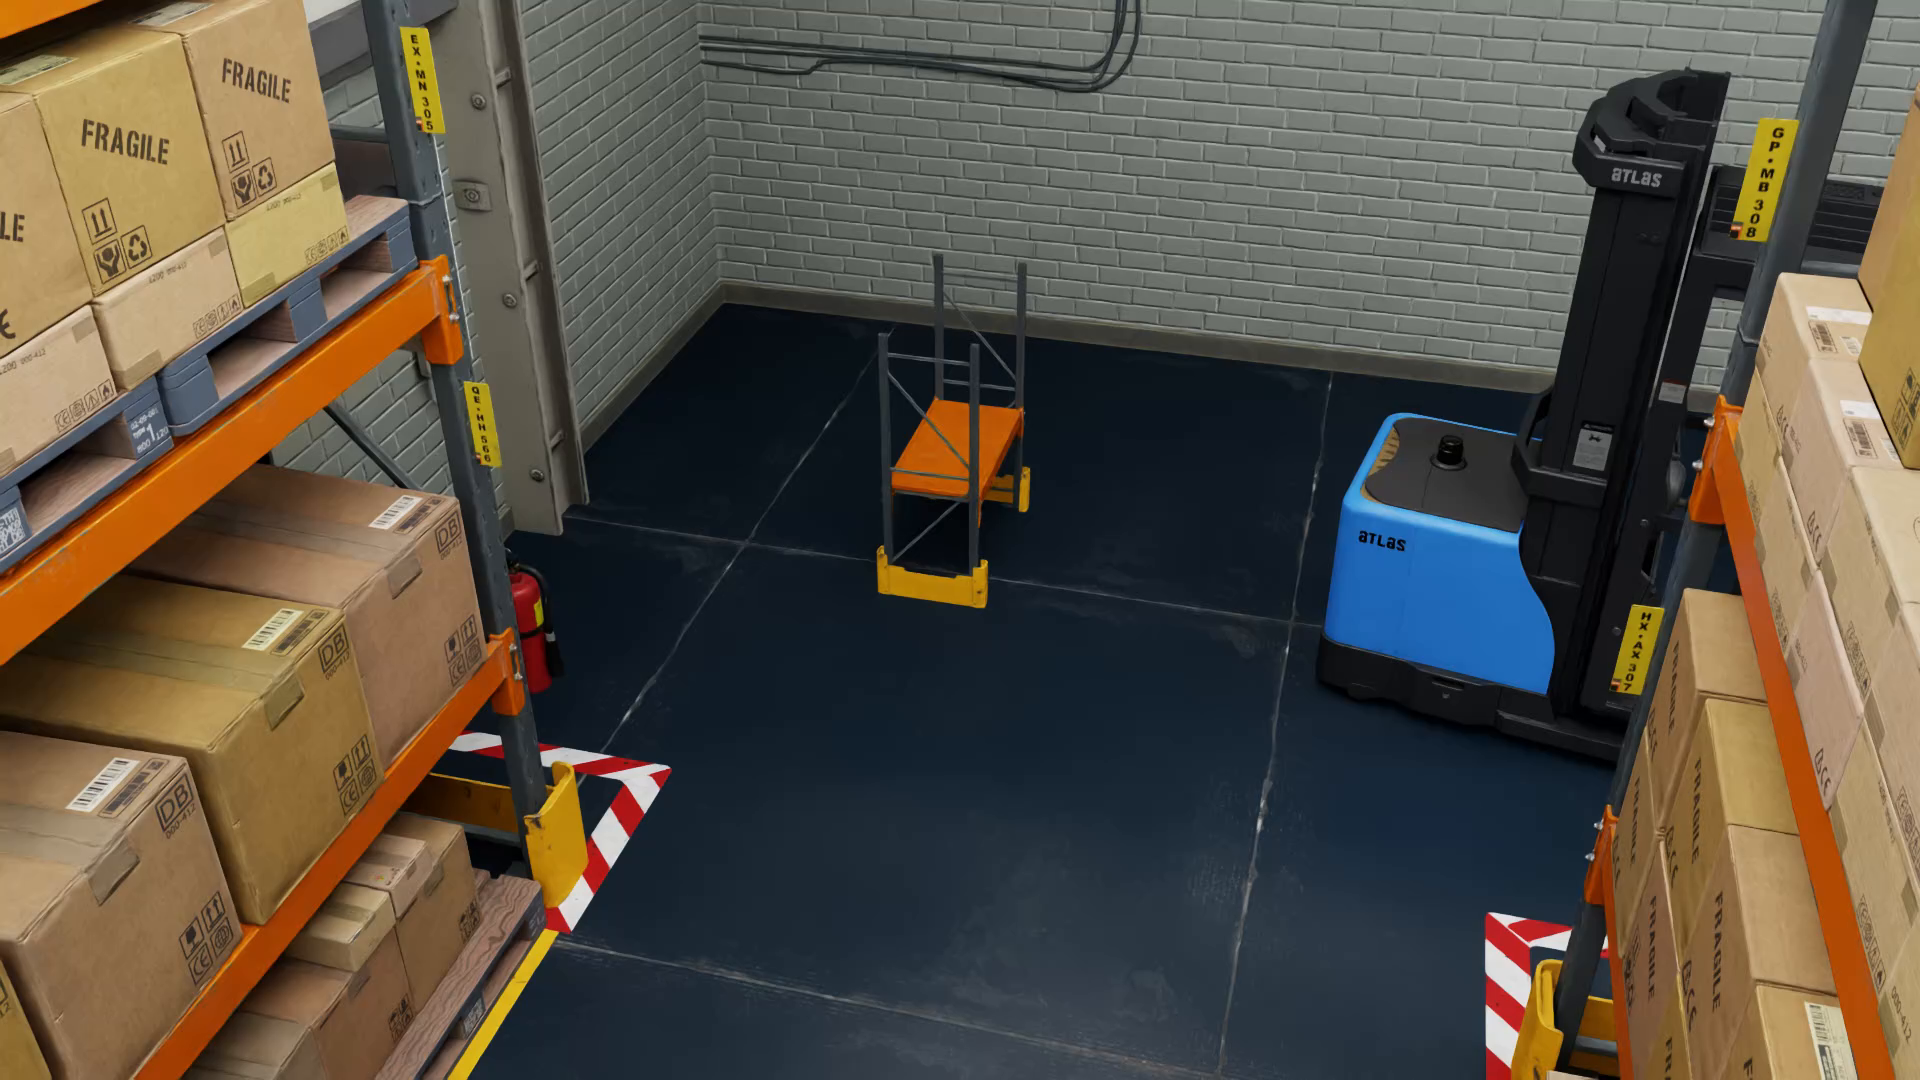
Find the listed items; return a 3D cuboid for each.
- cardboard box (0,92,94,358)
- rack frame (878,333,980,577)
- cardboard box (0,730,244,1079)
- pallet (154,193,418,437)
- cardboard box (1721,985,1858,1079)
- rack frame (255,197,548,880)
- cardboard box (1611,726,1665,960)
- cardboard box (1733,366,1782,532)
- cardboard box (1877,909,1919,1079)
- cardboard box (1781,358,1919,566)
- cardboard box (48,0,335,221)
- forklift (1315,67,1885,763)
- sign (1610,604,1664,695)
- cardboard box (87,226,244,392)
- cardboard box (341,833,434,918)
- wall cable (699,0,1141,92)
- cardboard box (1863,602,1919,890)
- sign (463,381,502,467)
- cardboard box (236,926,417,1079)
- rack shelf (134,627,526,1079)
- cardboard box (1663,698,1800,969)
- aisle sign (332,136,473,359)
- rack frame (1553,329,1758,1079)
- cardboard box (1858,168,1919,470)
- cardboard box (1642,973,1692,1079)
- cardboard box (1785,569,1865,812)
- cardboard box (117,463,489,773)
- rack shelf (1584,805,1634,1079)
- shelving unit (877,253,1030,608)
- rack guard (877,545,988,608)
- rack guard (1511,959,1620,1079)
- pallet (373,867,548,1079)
[{"bbox_3d":[-2.368,-0.685,3.692,0.500,0.500,0.500,7,33,10],"label":"cardboard box"},{"bbox_3d":[-0.151,-0.325,8.363,0.500,1.500,0.032,8,33,12],"label":"rack frame"},{"bbox_3d":[-2.680,1.019,4.571,0.980,0.700,0.700,6,33,10],"label":"cardboard box"},{"bbox_3d":[-2.362,-0.735,4.898,1.003,0.211,1.213,8,33,12],"label":"pallet"},{"bbox_3d":[1.856,1.304,3.377,0.500,0.500,0.500,8,33,12],"label":"cardboard box"},{"bbox_3d":[-2.184,0.107,6.286,1.000,3.000,0.127,8,33,12],"label":"rack frame"},{"bbox_3d":[2.241,0.931,4.896,0.500,0.500,0.500,9,33,13],"label":"cardboard box"},{"bbox_3d":[2.232,-0.192,4.099,0.500,0.250,0.500,8,33,12],"label":"cardboard box"},{"bbox_3d":[1.715,0.845,2.469,0.500,0.250,0.500,8,33,12],"label":"cardboard box"},{"bbox_3d":[2.093,-0.145,3.560,0.500,0.250,0.500,8,33,12],"label":"cardboard box"},{"bbox_3d":[-2.106,-1.215,4.525,0.500,0.500,0.500,8,33,12],"label":"cardboard box"},{"bbox_3d":[3.292,-0.416,7.172,3.031,2.935,1.130,14,35,21],"label":"forklift"},{"bbox_3d":[2.084,0.340,5.112,0.100,0.325,0.005,8,33,12],"label":"sign"},{"bbox_3d":[-2.244,-0.629,4.303,0.500,0.250,0.500,7,33,11],"label":"cardboard box"},{"bbox_3d":[-2.121,1.179,5.934,0.380,0.149,0.250,8,33,12],"label":"cardboard box"},{"bbox_3d":[-0.403,-4.001,10.050,3.097,2.526,0.112,8,33,12],"label":"wall cable"},{"bbox_3d":[1.841,0.374,2.743,0.500,0.250,0.500,8,33,12],"label":"cardboard box"},{"bbox_3d":[-1.663,-0.401,5.785,0.100,0.325,0.005,8,33,12],"label":"sign"},{"bbox_3d":[-2.392,1.621,5.843,0.700,0.500,0.500,8,33,12],"label":"cardboard box"},{"bbox_3d":[-2.692,1.448,4.847,1.077,0.370,4.000,8,33,12],"label":"rack shelf"},{"bbox_3d":[2.115,0.782,4.199,0.500,0.500,0.500,8,33,13],"label":"cardboard box"},{"bbox_3d":[-1.876,-0.987,5.583,0.394,0.787,0.004,8,33,12],"label":"aisle sign"},{"bbox_3d":[2.608,0.779,5.229,1.000,3.000,0.127,8,33,12],"label":"rack frame"},{"bbox_3d":[2.285,-0.434,3.316,0.700,0.500,0.500,8,33,12],"label":"cardboard box"},{"bbox_3d":[1.985,1.460,4.065,0.500,0.500,0.500,8,33,12],"label":"cardboard box"},{"bbox_3d":[1.967,0.326,3.285,0.500,0.250,0.500,8,33,12],"label":"cardboard box"},{"bbox_3d":[-2.304,0.246,5.787,0.980,0.700,0.700,10,34,15],"label":"cardboard box"},{"bbox_3d":[2.101,2.121,3.789,1.077,0.370,4.000,8,33,12],"label":"rack shelf"},{"bbox_3d":[-0.019,-0.593,8.785,0.587,1.500,1.083,8,33,12],"label":"shelving unit"},{"bbox_3d":[-0.146,0.192,8.714,0.587,0.250,0.087,8,33,12],"label":"rack guard"},{"bbox_3d":[2.589,1.873,5.837,1.175,0.500,0.348,8,33,12],"label":"rack guard"},{"bbox_3d":[-2.311,1.709,6.365,1.003,0.211,1.213,8,33,12],"label":"pallet"}]
